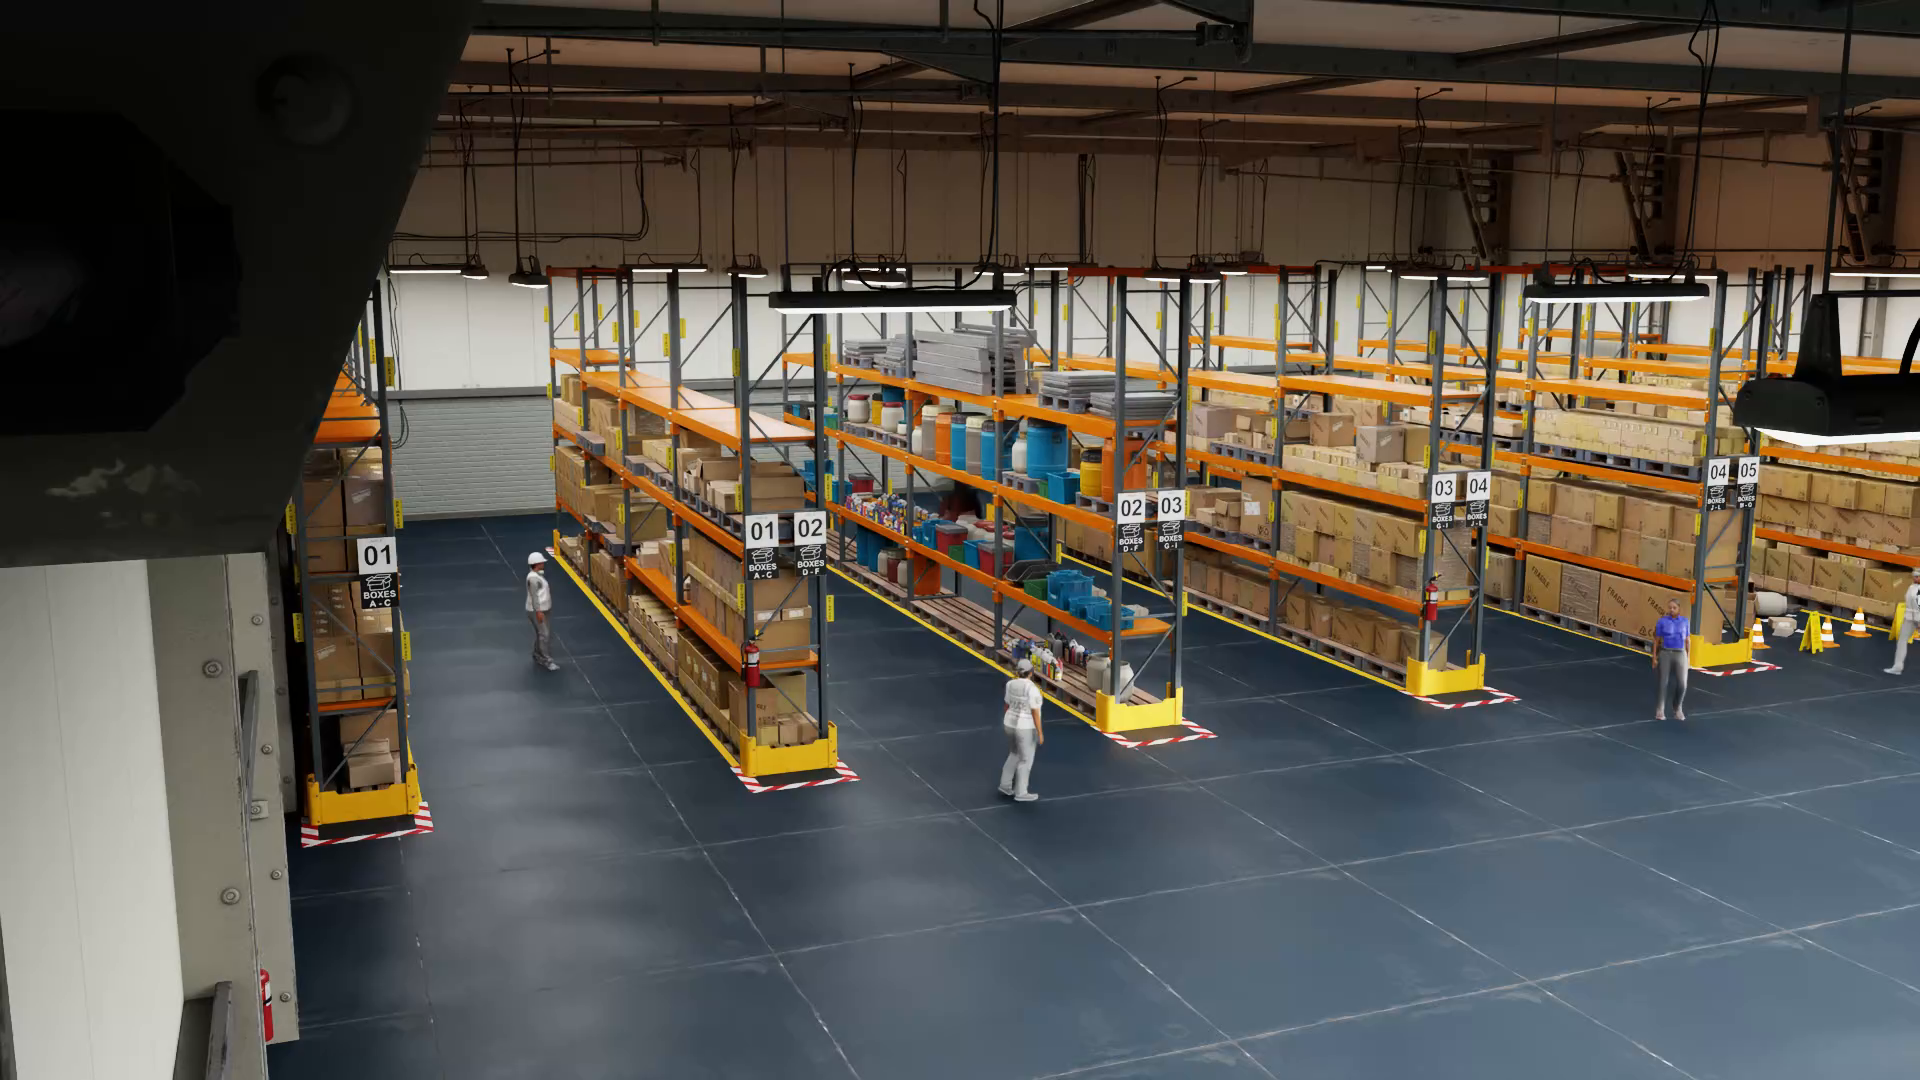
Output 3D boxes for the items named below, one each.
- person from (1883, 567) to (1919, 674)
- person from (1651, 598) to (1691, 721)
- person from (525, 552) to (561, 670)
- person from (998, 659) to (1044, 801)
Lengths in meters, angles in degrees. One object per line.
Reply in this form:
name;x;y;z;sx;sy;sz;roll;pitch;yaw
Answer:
person;14.380;1.204;24.982;1.005;1.633;0.447;-7;12;-36
person;9.667;1.650;22.622;0.488;1.616;0.361;3;10;17
person;-6.367;1.086;25.474;0.583;1.807;0.531;1;10;8
person;0.736;2.225;19.296;0.400;1.717;0.577;-8;12;-37
